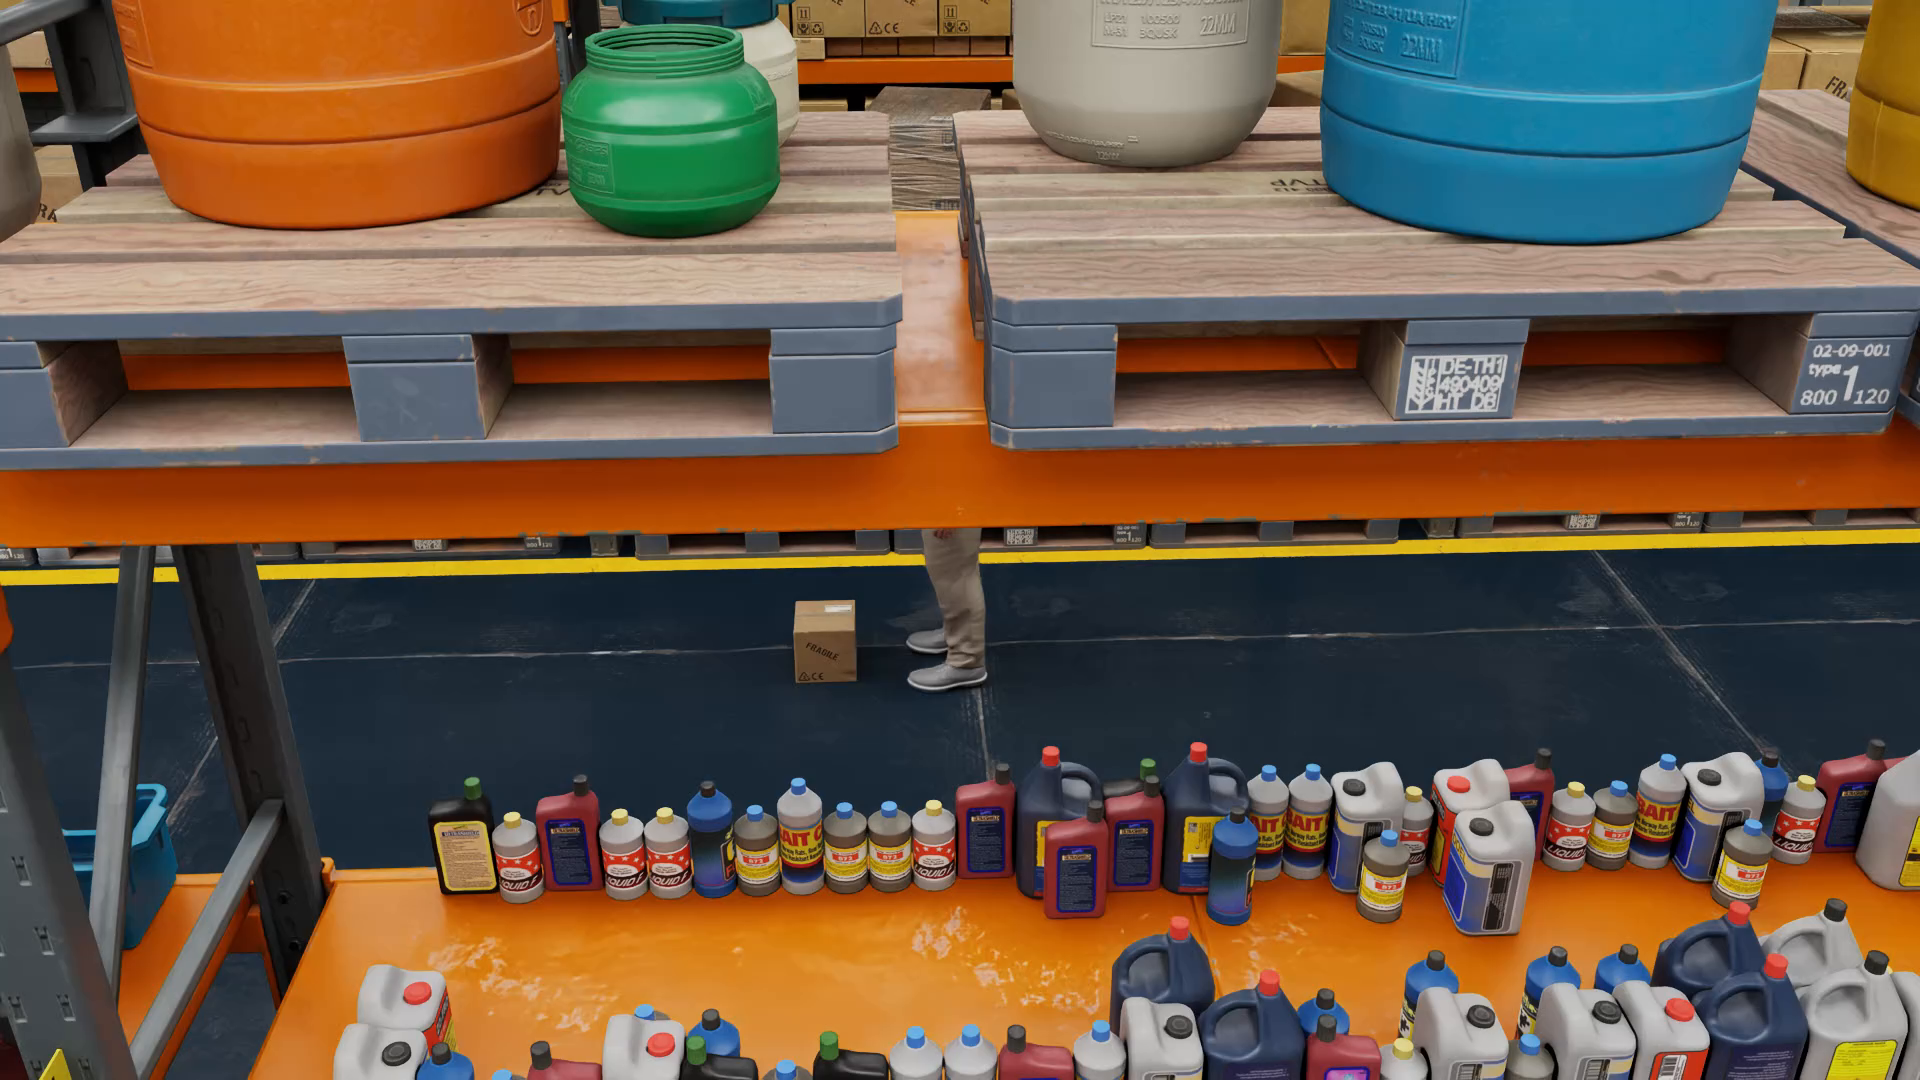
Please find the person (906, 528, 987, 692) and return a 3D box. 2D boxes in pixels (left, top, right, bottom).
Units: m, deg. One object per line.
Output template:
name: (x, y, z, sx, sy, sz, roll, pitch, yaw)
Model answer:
person: (-0.068, -0.234, 6.594, 0.362, 1.727, 0.528, 0, 27, -1)
